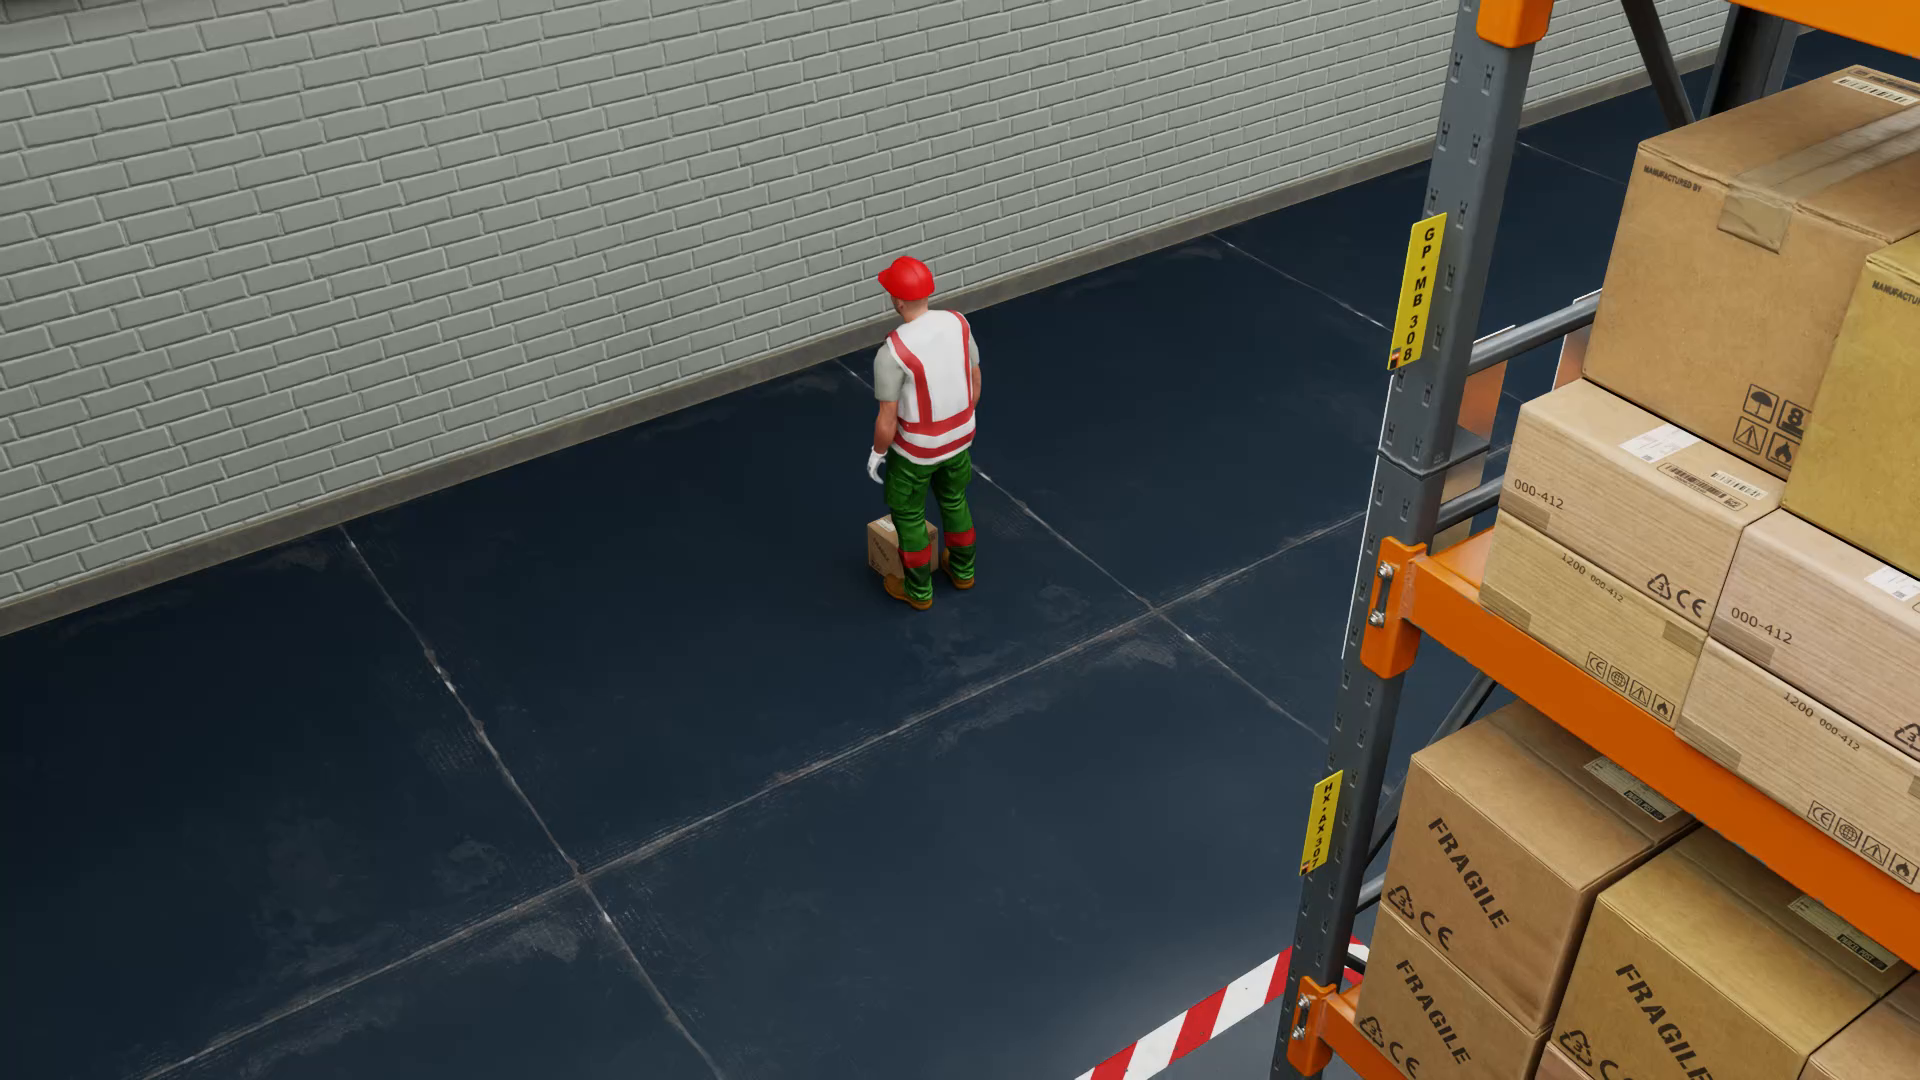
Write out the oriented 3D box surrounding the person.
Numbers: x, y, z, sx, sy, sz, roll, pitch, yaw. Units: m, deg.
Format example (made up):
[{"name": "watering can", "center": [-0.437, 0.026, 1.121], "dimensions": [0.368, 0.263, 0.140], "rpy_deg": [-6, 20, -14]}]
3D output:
[{"name": "person", "center": [-0.166, -0.470, 7.635], "dimensions": [0.620, 1.780, 0.448], "rpy_deg": [-25, 43, -30]}]
